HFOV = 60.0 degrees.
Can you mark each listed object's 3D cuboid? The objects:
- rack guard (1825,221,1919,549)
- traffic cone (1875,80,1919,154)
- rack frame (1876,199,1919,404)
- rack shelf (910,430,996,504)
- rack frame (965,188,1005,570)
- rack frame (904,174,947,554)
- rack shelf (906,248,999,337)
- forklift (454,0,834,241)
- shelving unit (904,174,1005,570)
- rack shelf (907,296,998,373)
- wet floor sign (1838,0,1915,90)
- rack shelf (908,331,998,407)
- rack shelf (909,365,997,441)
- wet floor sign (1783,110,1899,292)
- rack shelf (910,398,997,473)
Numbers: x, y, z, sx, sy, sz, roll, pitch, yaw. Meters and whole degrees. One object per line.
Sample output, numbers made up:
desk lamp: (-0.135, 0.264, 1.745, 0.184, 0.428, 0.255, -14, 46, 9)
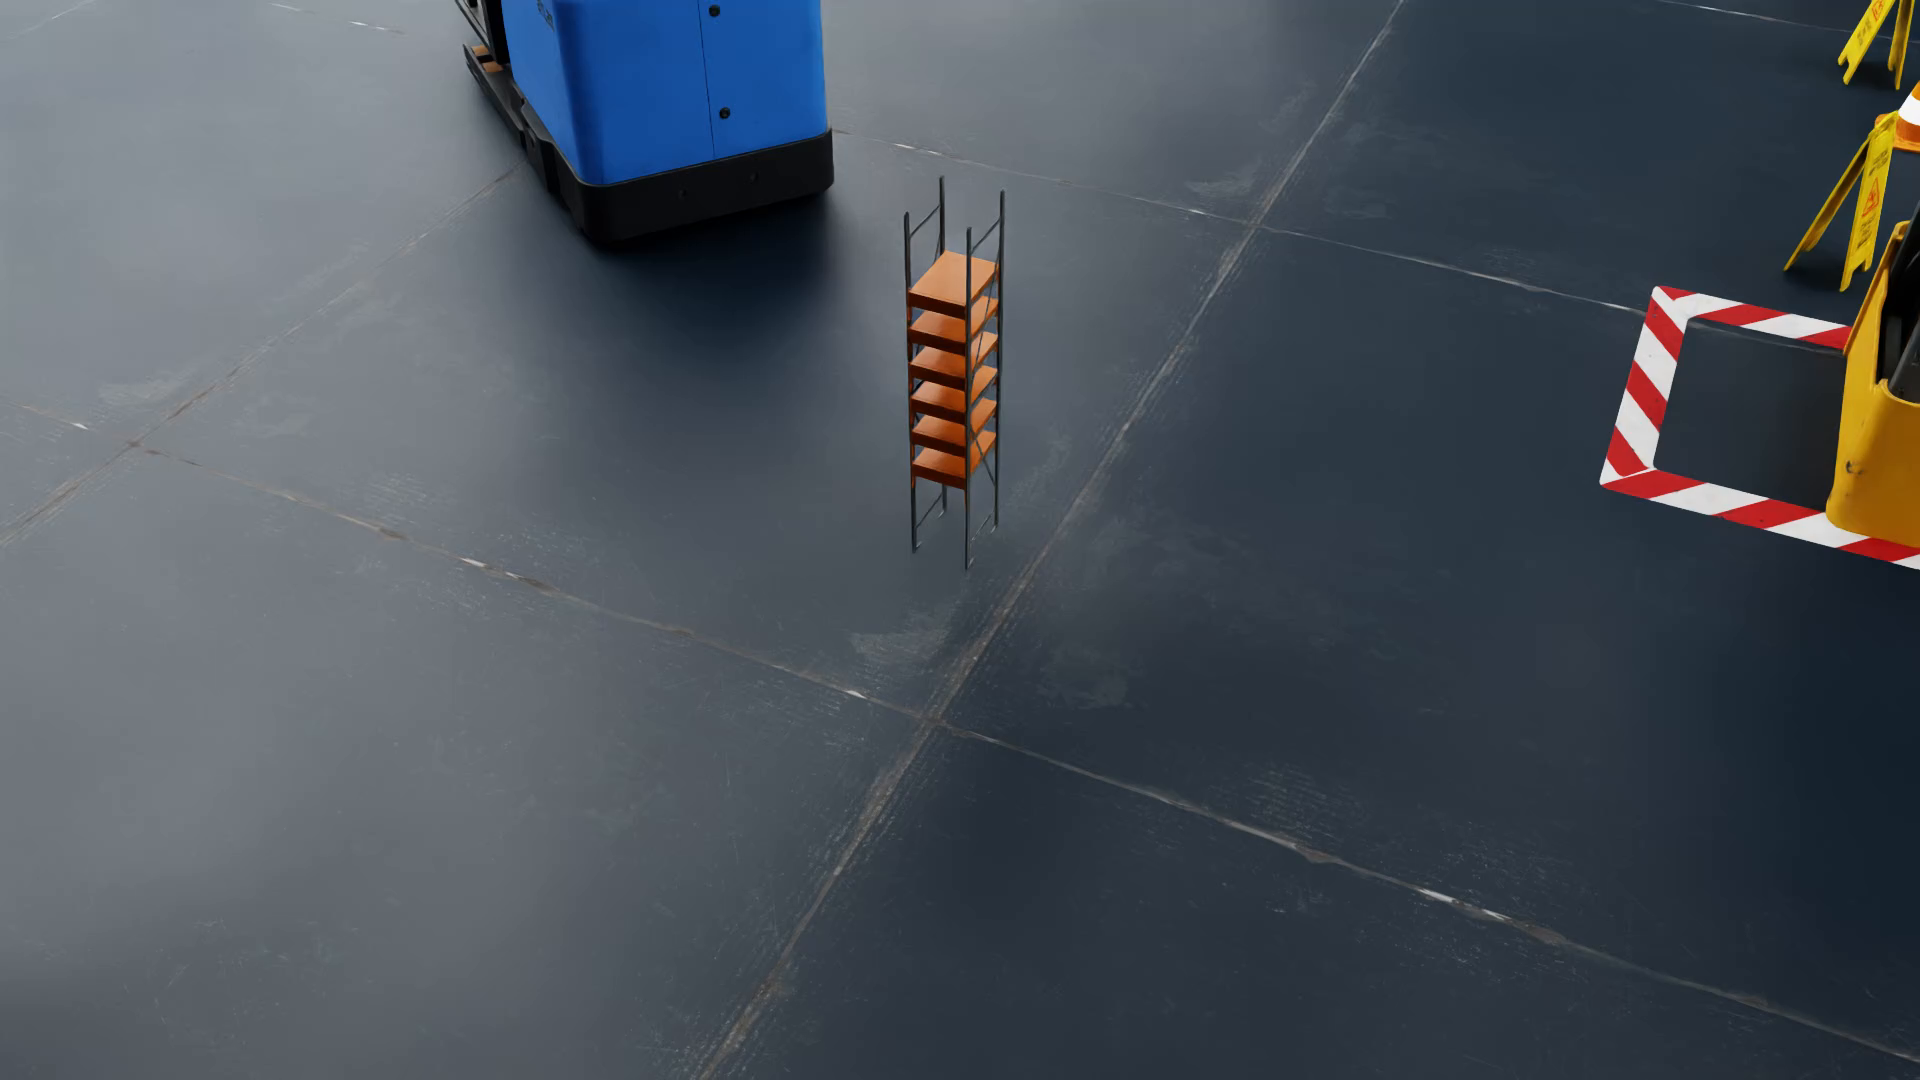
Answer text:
rack guard: (3.161, -0.536, 5.487, 0.348, 0.500, 1.175, 17, 44, 19)
traffic cone: (4.189, -1.943, 7.138, 0.334, 0.463, 0.336, 17, 44, 19)
rack frame: (3.093, -1.502, 4.693, 0.127, 3.000, 1.000, 17, 44, 19)
rack shelf: (-0.013, -0.242, 5.048, 0.180, 0.103, 0.258, 17, 44, 19)
rack frame: (0.070, -0.432, 4.832, 0.006, 1.200, 0.240, 17, 44, 19)
rack frame: (-0.096, -0.483, 4.891, 0.006, 1.200, 0.240, 17, 44, 19)
rack shelf: (-0.013, -0.696, 4.655, 0.180, 0.103, 0.258, 17, 44, 19)
forklift: (-1.630, -3.232, 6.742, 1.130, 2.935, 3.031, -18, 44, -20)
shelving unit: (-0.013, -0.457, 4.862, 0.189, 1.200, 0.258, 17, 44, 19)
rack shelf: (-0.013, -0.605, 4.734, 0.180, 0.103, 0.258, 17, 44, 19)
wet floor sign: (4.230, -2.411, 7.539, 0.232, 0.644, 0.267, 10, 42, 11)
rack shelf: (-0.013, -0.514, 4.812, 0.180, 0.103, 0.258, 17, 44, 19)
rack shelf: (-0.013, -0.424, 4.891, 0.180, 0.103, 0.258, 17, 44, 19)
wet floor sign: (3.373, -1.300, 6.257, 0.267, 0.644, 0.232, -33, 51, -32)
rack shelf: (-0.013, -0.333, 4.969, 0.180, 0.103, 0.258, 17, 44, 19)
